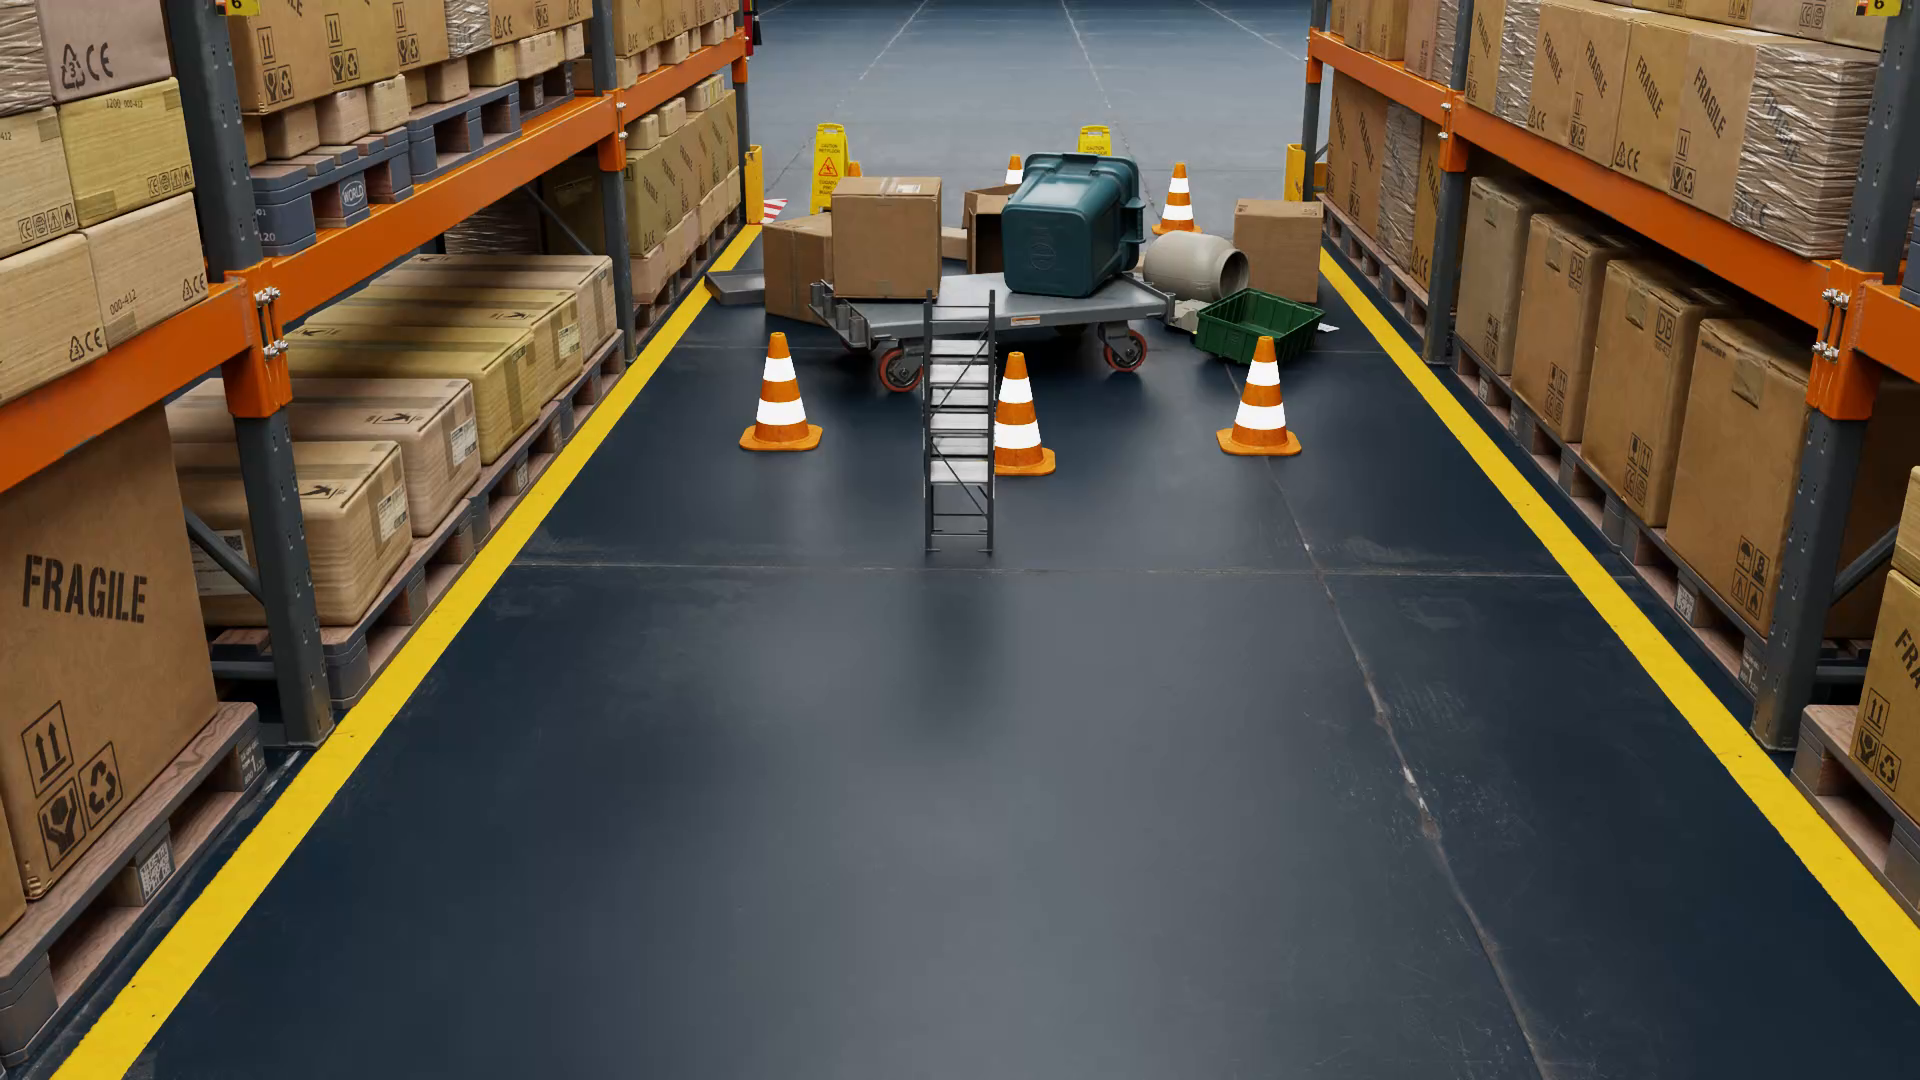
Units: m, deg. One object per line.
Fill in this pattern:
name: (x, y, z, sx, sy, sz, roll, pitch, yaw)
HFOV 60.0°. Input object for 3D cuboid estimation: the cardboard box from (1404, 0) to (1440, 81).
cardboard box: (2.815, -2.682, 8.587, 0.875, 0.550, 0.550, 1, 21, 2)

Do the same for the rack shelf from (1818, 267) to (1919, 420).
rack shelf: (2.639, 0.226, 2.295, 1.077, 0.370, 4.000, 1, 21, 2)

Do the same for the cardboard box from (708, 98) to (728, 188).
cardboard box: (-1.784, -2.526, 10.575, 0.500, 0.500, 0.500, 1, 21, 4)

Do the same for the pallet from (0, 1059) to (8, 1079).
pallet: (-2.390, 1.173, 2.713, 1.003, 0.211, 1.213, 1, 21, 2)

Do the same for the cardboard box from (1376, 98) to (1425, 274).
cardboard box: (2.934, -2.037, 9.489, 0.875, 0.875, 0.875, 1, 21, 2)

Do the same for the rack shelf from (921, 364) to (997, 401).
rack shelf: (0.000, -0.553, 5.806, 0.258, 0.077, 0.200, 1, 21, 2)

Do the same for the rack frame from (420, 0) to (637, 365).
rack frame: (-2.129, -2.297, 7.803, 1.000, 3.000, 0.127, 1, 21, 2)

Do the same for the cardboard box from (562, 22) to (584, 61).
cardboard box: (-1.869, -2.187, 7.285, 0.380, 0.149, 0.250, 1, 21, 2)

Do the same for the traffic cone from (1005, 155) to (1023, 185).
traffic cone: (0.389, -2.502, 11.837, 0.336, 0.463, 0.334, 1, 21, 2)

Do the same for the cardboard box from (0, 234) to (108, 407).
cardboard box: (-2.007, -0.410, 3.147, 0.500, 0.250, 0.500, 1, 21, 3)

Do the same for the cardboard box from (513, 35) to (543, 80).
cardboard box: (-1.871, -1.906, 6.561, 0.380, 0.149, 0.250, 1, 21, 2)

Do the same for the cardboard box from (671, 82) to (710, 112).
cardboard box: (-1.736, -2.697, 10.121, 0.380, 0.149, 0.250, 2, 21, 4)

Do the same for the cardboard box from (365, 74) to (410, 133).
cardboard box: (-1.929, -1.345, 5.114, 0.380, 0.149, 0.250, 1, 21, 2)

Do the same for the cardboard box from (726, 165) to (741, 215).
cardboard box: (-1.764, -2.353, 11.168, 0.500, 0.250, 0.500, 1, 21, 1)

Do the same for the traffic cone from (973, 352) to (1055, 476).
traffic cone: (0.223, -0.535, 6.768, 0.336, 0.463, 0.334, 1, 21, 2)

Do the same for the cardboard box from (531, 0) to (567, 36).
cardboard box: (-1.928, -2.329, 6.756, 0.500, 0.500, 0.500, 1, 21, 2)

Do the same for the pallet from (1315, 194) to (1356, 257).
pallet: (2.997, -2.135, 11.241, 1.003, 0.211, 1.213, 1, 21, 2)

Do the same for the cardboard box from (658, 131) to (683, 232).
cardboard box: (-1.837, -1.965, 9.130, 0.500, 0.500, 0.500, 1, 21, 4)

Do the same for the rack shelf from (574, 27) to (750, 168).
rack shelf: (-2.068, -2.685, 9.796, 1.077, 0.370, 4.000, 1, 21, 2)

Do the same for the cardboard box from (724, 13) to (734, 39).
cardboard box: (-1.702, -3.396, 10.982, 0.380, 0.149, 0.250, 0, 21, 1)

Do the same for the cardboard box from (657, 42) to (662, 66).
cardboard box: (-1.846, -2.664, 9.097, 0.380, 0.149, 0.250, 1, 21, 1)

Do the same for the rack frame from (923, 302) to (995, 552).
rack frame: (-0.003, -0.380, 5.764, 0.240, 0.900, 0.006, 1, 21, 2)

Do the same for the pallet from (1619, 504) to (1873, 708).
pallet: (2.799, 0.183, 5.266, 1.003, 0.211, 1.213, 1, 21, 2)

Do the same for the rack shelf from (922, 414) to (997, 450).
rack shelf: (0.000, -0.386, 5.871, 0.258, 0.077, 0.200, 1, 21, 2)

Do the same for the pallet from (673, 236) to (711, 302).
pallet: (-2.110, -1.683, 10.074, 1.003, 0.211, 1.213, 1, 21, 2)

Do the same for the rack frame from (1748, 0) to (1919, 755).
rack frame: (2.700, -0.833, 4.029, 1.000, 3.000, 0.127, 1, 21, 2)

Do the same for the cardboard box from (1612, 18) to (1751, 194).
cardboard box: (2.477, -1.406, 5.369, 0.500, 0.500, 0.500, 0, 21, 1)

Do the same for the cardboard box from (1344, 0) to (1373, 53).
cardboard box: (2.840, -3.261, 10.078, 0.875, 0.550, 0.550, 1, 21, 2)

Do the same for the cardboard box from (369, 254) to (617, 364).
cardboard box: (-2.143, -1.078, 7.713, 0.950, 0.372, 0.625, 1, 21, 2)

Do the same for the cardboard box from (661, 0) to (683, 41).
cardboard box: (-1.817, -3.002, 9.069, 0.500, 0.500, 0.500, 0, 21, 1)

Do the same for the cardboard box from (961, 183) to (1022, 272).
cardboard box: (0.470, -1.917, 10.273, 0.797, 0.503, 0.637, -16, 26, -35)

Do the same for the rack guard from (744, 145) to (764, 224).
rack guard: (-2.010, -2.551, 11.911, 1.175, 0.500, 0.348, 1, 21, 2)

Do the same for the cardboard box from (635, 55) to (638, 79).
cardboard box: (-1.843, -2.382, 8.369, 0.380, 0.149, 0.250, 1, 21, 3)

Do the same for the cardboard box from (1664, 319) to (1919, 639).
cardboard box: (2.808, -0.199, 4.925, 1.050, 0.750, 0.750, 0, 21, 1)

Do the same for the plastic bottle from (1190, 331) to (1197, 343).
plastic bottle: (1.322, -1.026, 8.588, 0.133, 0.061, 0.283, -11, 24, -26)

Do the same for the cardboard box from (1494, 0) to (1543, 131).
cardboard box: (2.522, -1.956, 6.785, 0.500, 0.500, 0.500, 1, 21, 2)

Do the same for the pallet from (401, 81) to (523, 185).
pallet: (-2.232, -1.478, 5.956, 1.003, 0.211, 1.213, 1, 21, 2)

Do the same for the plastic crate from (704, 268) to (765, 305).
plastic crate: (-1.262, -1.495, 9.770, 0.402, 0.080, 0.583, -7, 22, -17)

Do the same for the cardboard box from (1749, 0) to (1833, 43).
cardboard box: (2.738, -1.691, 4.719, 0.700, 0.500, 0.500, 0, 21, 1)

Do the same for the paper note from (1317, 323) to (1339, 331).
paper note: (1.937, -1.148, 8.946, 0.147, 0.020, 0.142, -16, 26, -35)

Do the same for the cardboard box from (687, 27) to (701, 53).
cardboard box: (-1.774, -3.026, 10.027, 0.380, 0.149, 0.250, 0, 21, 1)

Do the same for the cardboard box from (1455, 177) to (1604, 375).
cardboard box: (2.893, -1.201, 7.506, 1.050, 0.750, 0.750, 1, 21, 1)

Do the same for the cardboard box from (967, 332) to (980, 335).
cardboard box: (0.041, -1.293, 8.995, 0.258, 0.266, 0.396, -16, 26, -35)

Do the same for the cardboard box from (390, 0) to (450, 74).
cardboard box: (-1.988, -1.773, 5.321, 0.500, 0.500, 0.500, 1, 21, 3)

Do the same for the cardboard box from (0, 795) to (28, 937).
cardboard box: (-2.386, 0.515, 2.911, 0.875, 0.875, 0.875, 1, 21, 2)

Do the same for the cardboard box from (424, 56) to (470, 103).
cardboard box: (-1.957, -1.629, 5.847, 0.380, 0.149, 0.250, 1, 21, 3)

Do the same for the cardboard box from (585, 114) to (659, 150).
cardboard box: (-1.778, -2.118, 8.628, 0.380, 0.149, 0.250, 1, 21, 2)

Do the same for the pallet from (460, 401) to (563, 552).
pallet: (-2.186, -0.273, 6.442, 1.003, 0.211, 1.213, 1, 21, 2)

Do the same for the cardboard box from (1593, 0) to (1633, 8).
cardboard box: (2.783, -2.244, 6.144, 0.700, 0.500, 0.500, 1, 21, 2)

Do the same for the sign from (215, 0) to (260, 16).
sign: (-1.696, -1.386, 3.853, 0.100, 0.325, 0.005, 1, 21, 2)

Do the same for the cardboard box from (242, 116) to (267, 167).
cardboard box: (-2.055, -1.045, 4.342, 0.380, 0.149, 0.250, -1, 21, -1)

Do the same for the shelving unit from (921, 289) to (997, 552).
shelving unit: (0.000, -0.417, 5.859, 0.258, 0.900, 0.210, 1, 21, 2)

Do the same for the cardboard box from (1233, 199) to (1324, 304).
cardboard box: (1.843, -1.688, 9.684, 0.500, 0.500, 0.500, 4, 22, 11)

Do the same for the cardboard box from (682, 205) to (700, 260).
cardboard box: (-1.823, -1.806, 9.758, 0.500, 0.250, 0.500, 0, 21, 1)

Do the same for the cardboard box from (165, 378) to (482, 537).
cardboard box: (-2.209, -0.293, 5.689, 0.950, 0.372, 0.625, 0, 21, 1)

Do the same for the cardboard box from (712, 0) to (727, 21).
cardboard box: (-1.768, -3.548, 10.478, 0.500, 0.500, 0.500, 1, 21, 2)

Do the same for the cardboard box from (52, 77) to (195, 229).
cardboard box: (-2.012, -0.836, 3.553, 0.500, 0.250, 0.500, 1, 21, 1)
